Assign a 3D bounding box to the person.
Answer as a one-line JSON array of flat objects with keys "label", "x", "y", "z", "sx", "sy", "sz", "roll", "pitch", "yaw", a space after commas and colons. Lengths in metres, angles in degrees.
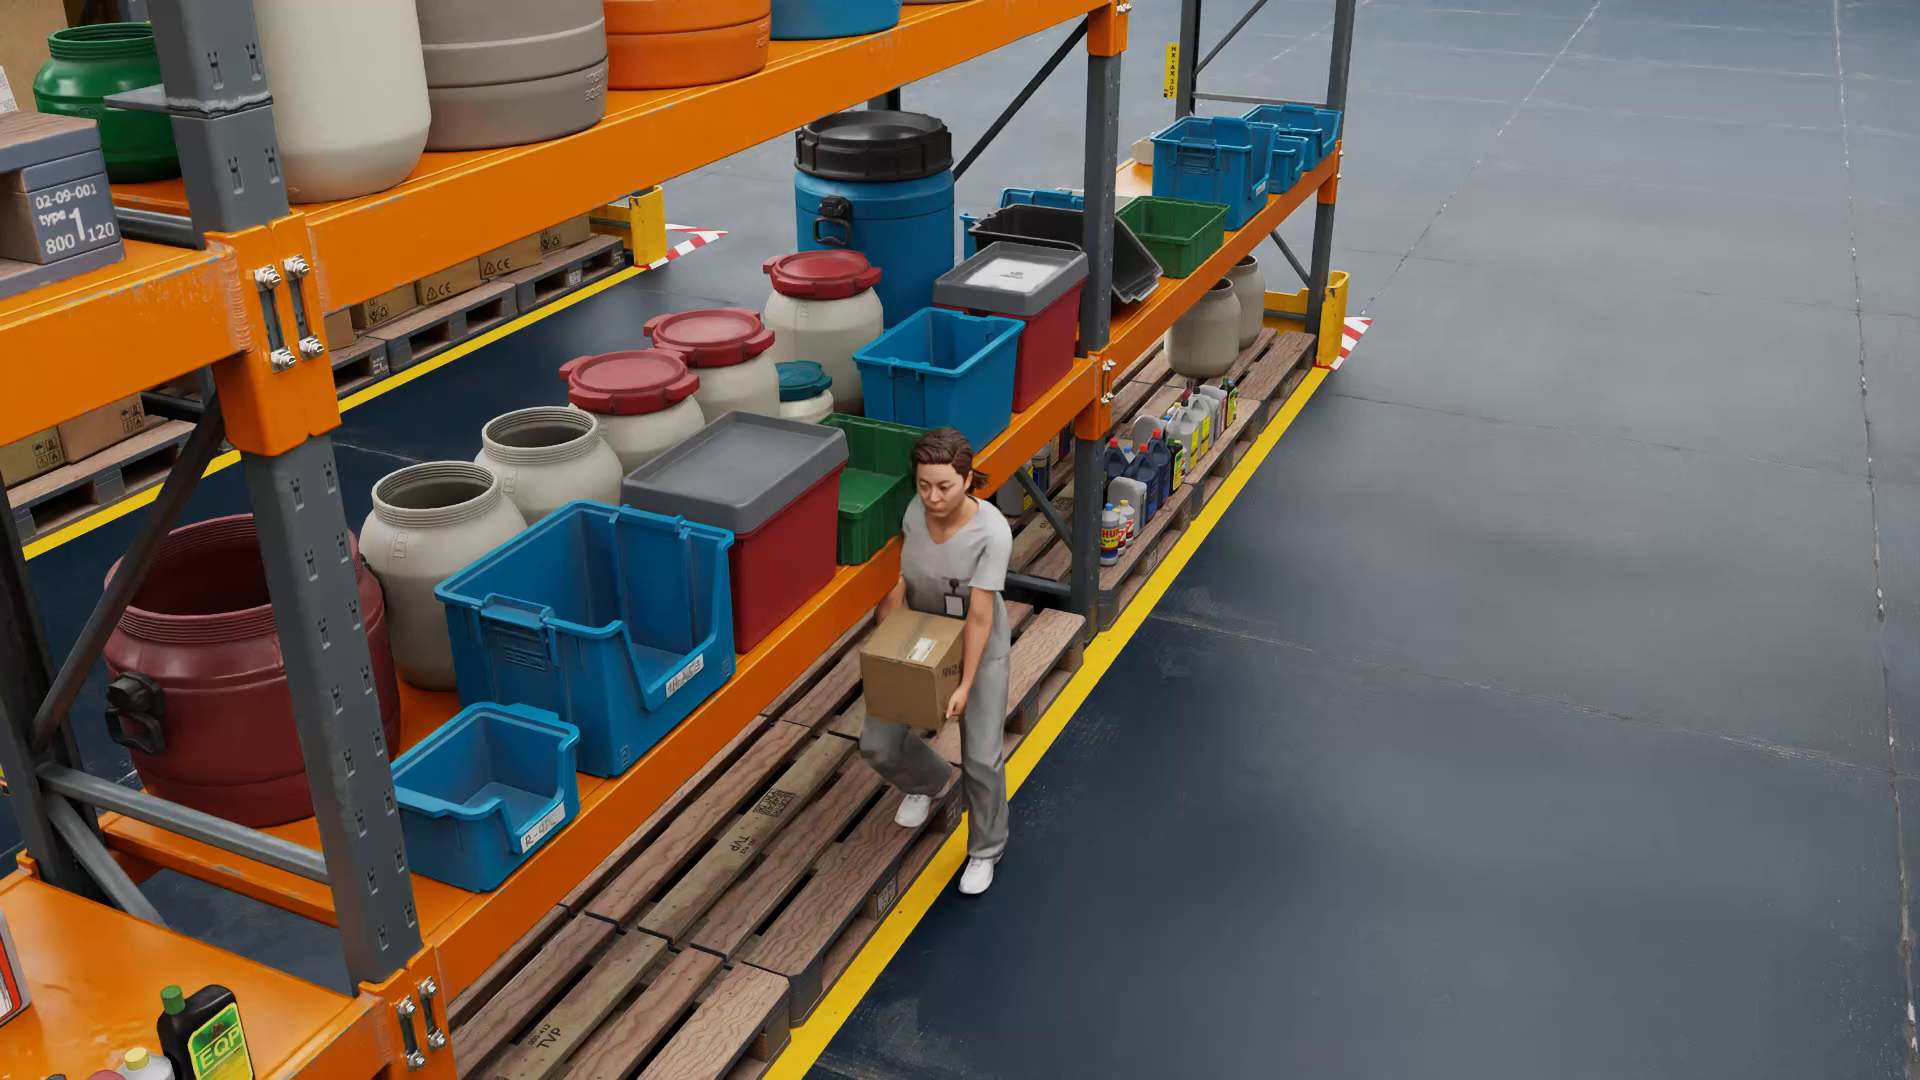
[{"label": "person", "x": -0.060, "y": 0.405, "z": 5.325, "sx": 0.439, "sy": 1.653, "sz": 0.516, "roll": 11, "pitch": 28, "yaw": 21}]
